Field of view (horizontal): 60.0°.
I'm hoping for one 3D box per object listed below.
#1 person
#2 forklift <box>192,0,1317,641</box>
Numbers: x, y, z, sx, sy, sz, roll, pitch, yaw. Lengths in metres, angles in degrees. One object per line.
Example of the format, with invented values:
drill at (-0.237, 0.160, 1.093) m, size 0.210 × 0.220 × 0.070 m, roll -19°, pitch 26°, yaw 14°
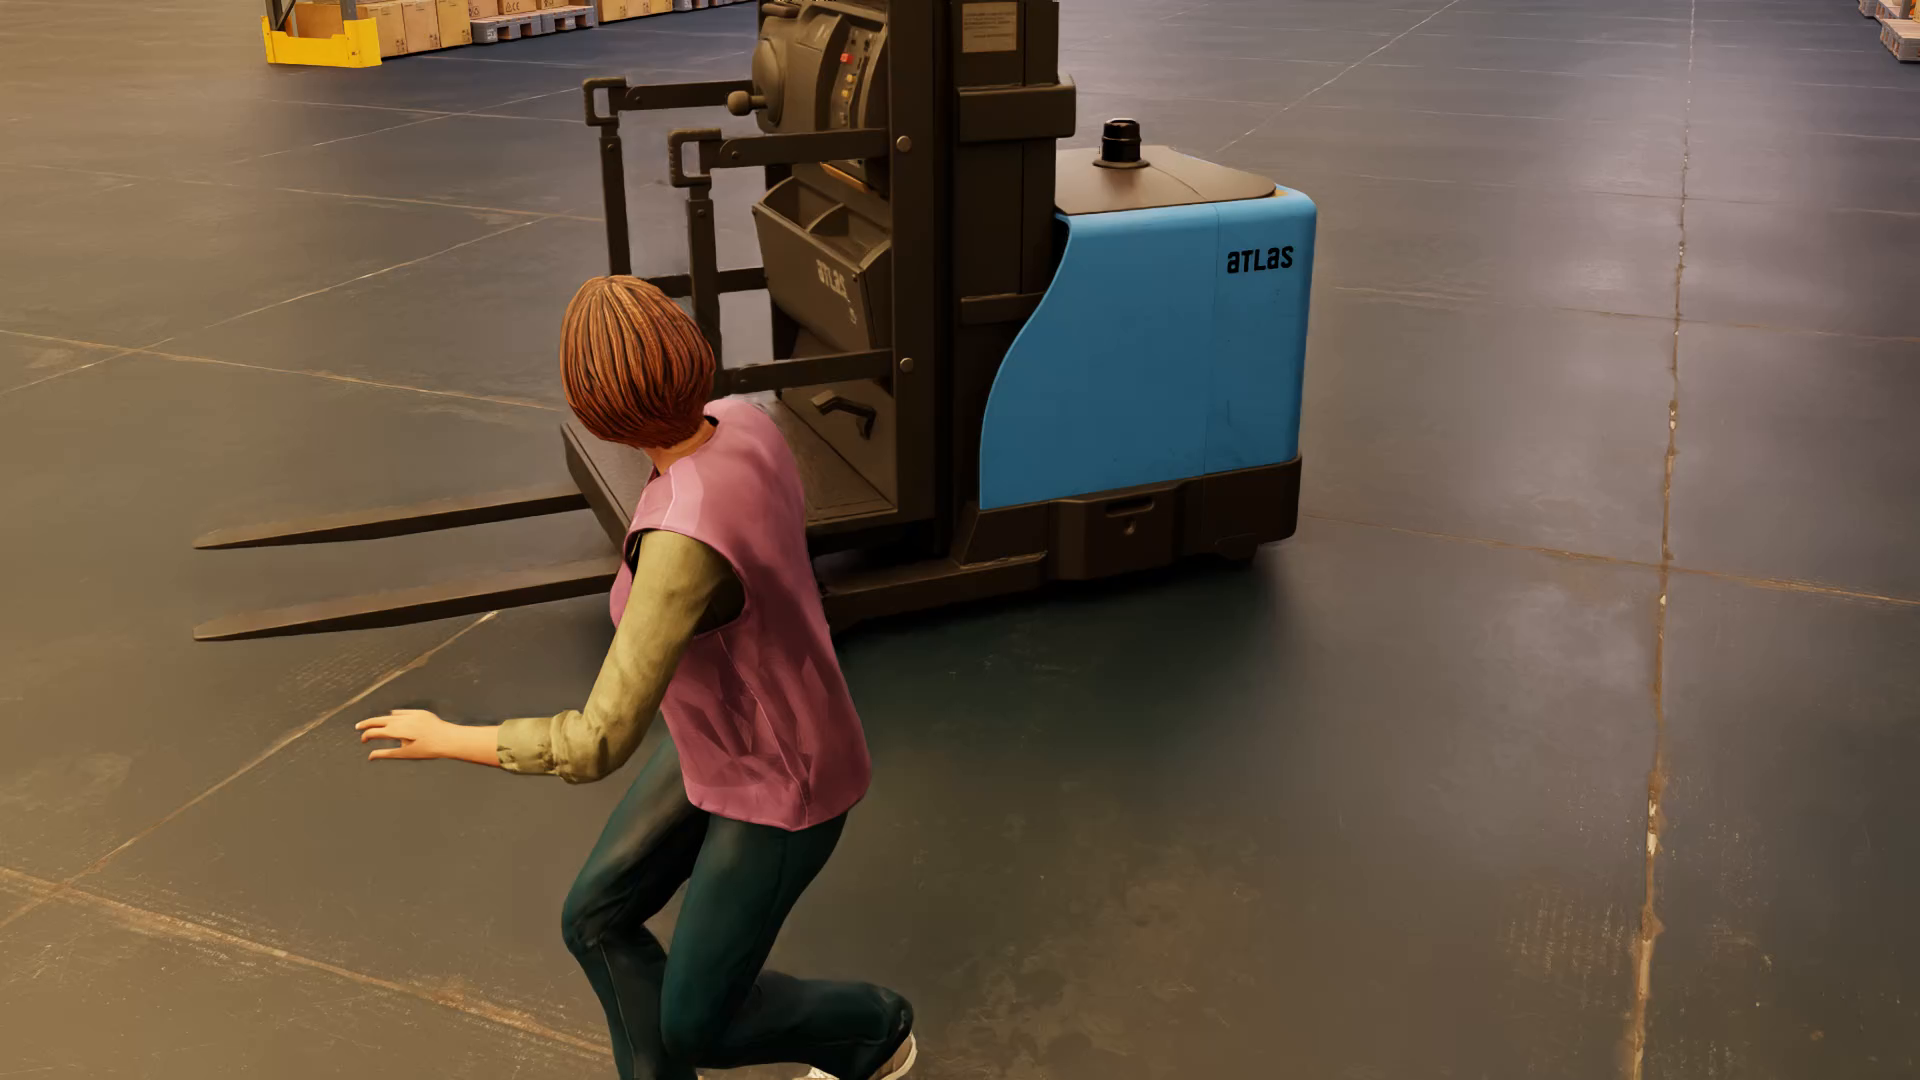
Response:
person at (-0.453, 0.314, 2.459) m, size 0.774 × 1.474 × 0.744 m, roll -6°, pitch 23°, yaw -13°
forklift at (-0.560, -1.258, 4.302) m, size 3.031 × 2.935 × 1.130 m, roll -9°, pitch 24°, yaw -21°
